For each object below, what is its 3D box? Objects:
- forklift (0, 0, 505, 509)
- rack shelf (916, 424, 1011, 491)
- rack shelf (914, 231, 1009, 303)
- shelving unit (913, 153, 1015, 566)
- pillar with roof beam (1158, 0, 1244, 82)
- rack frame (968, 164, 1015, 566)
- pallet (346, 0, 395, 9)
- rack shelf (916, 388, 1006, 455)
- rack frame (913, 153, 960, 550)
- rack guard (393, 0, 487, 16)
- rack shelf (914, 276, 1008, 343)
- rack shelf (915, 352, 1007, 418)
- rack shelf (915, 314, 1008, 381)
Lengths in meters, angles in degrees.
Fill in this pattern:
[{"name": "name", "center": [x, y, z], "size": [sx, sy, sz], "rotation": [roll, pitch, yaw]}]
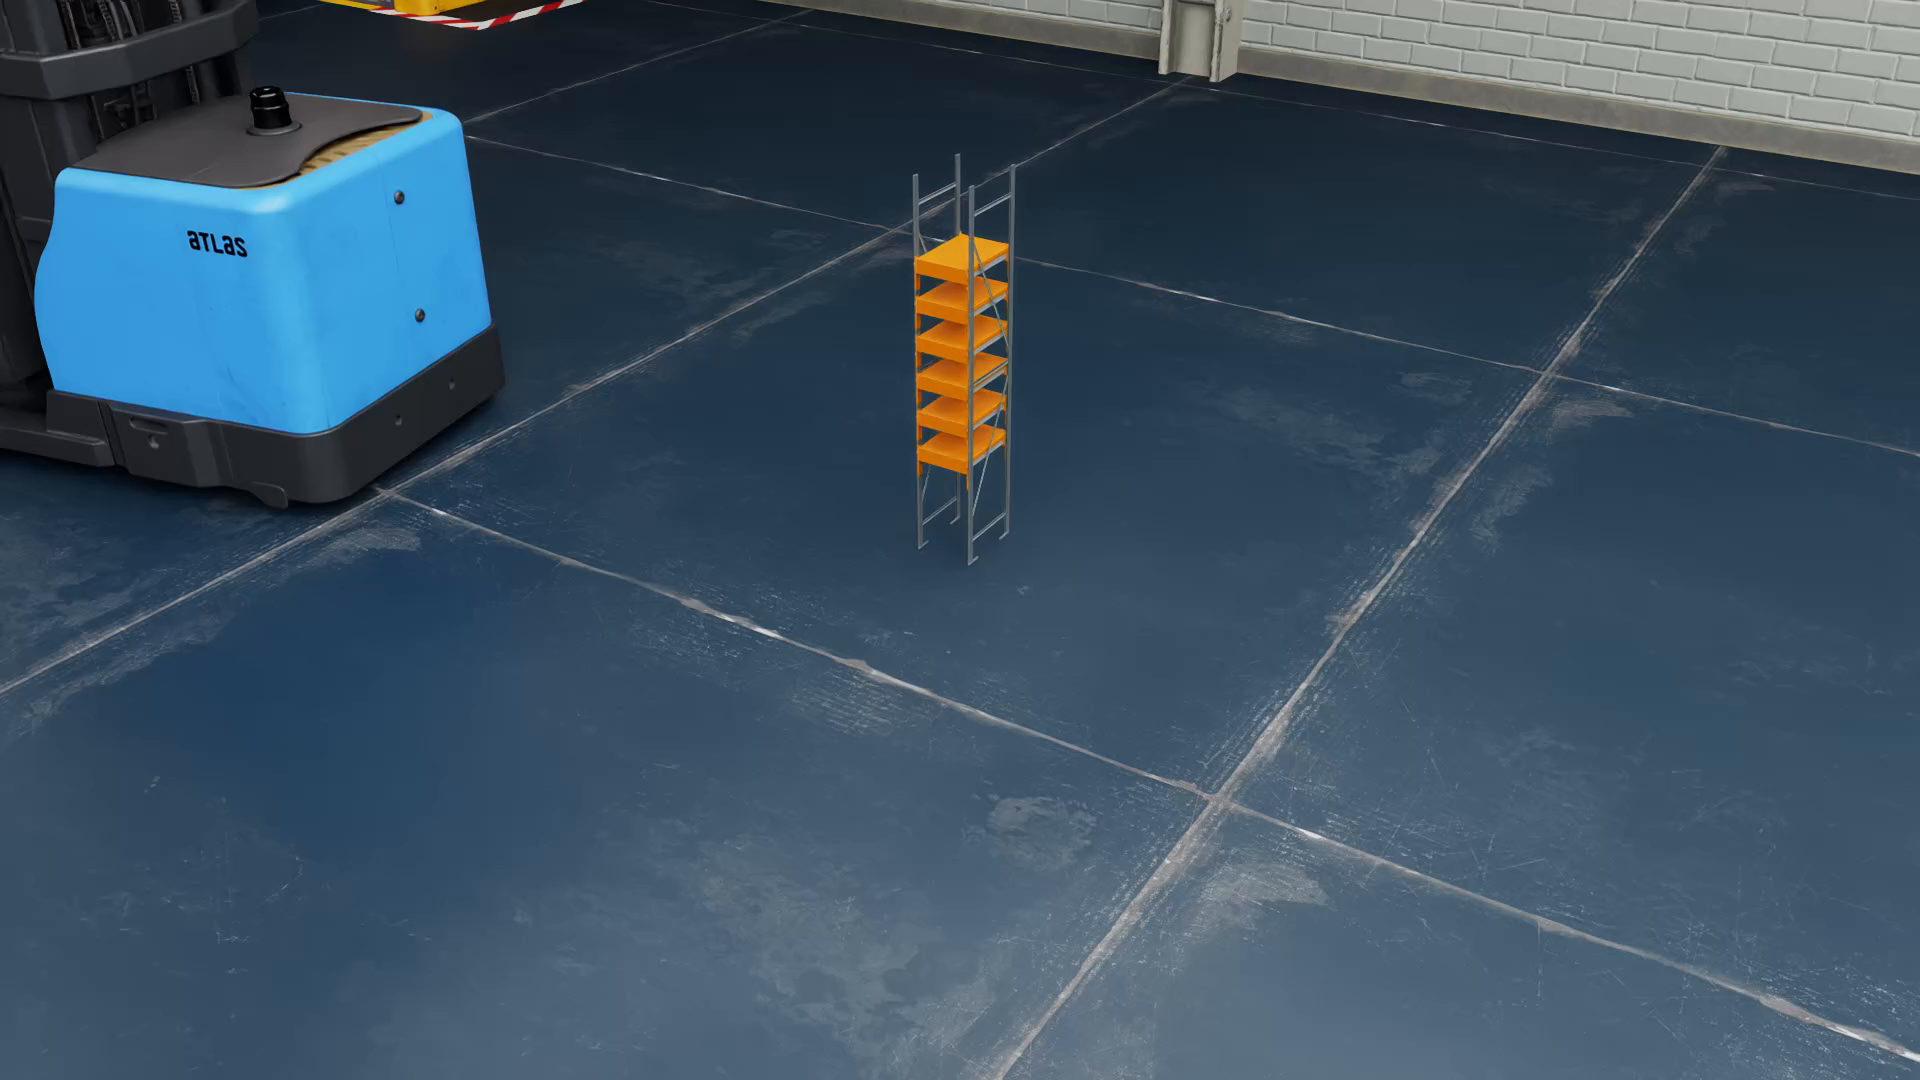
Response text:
[{"name": "forklift", "center": [-3.237, -1.812, 5.447], "size": [3.031, 2.935, 1.130], "rotation": [10, 32, 17]}, {"name": "rack shelf", "center": [0.012, -0.269, 5.084], "size": [0.180, 0.103, 0.258], "rotation": [18, 35, 27]}, {"name": "rack shelf", "center": [0.012, -0.787, 4.782], "size": [0.180, 0.103, 0.258], "rotation": [18, 35, 27]}, {"name": "shelving unit", "center": [0.012, -0.514, 4.941], "size": [0.189, 1.200, 0.258], "rotation": [18, 35, 27]}, {"name": "pillar with roof beam", "center": [-0.836, -4.903, 4.724], "size": [0.400, 9.000, 9.100], "rotation": [18, 35, 27]}, {"name": "rack frame", "center": [0.090, -0.490, 4.899], "size": [0.006, 1.200, 0.240], "rotation": [18, 35, 27]}, {"name": "pallet", "center": [-4.188, -4.168, 12.184], "size": [1.213, 0.211, 1.003], "rotation": [18, 35, 27]}, {"name": "rack shelf", "center": [0.012, -0.372, 5.024], "size": [0.180, 0.103, 0.258], "rotation": [18, 35, 27]}, {"name": "rack frame", "center": [-0.065, -0.539, 4.983], "size": [0.006, 1.200, 0.240], "rotation": [18, 35, 27]}, {"name": "rack guard", "center": [-3.498, -4.099, 11.780], "size": [0.348, 0.500, 1.175], "rotation": [18, 35, 27]}, {"name": "rack shelf", "center": [0.012, -0.683, 4.842], "size": [0.180, 0.103, 0.258], "rotation": [18, 35, 27]}, {"name": "rack shelf", "center": [0.012, -0.476, 4.963], "size": [0.180, 0.103, 0.258], "rotation": [18, 35, 27]}, {"name": "rack shelf", "center": [0.012, -0.580, 4.903], "size": [0.180, 0.103, 0.258], "rotation": [18, 35, 27]}]
